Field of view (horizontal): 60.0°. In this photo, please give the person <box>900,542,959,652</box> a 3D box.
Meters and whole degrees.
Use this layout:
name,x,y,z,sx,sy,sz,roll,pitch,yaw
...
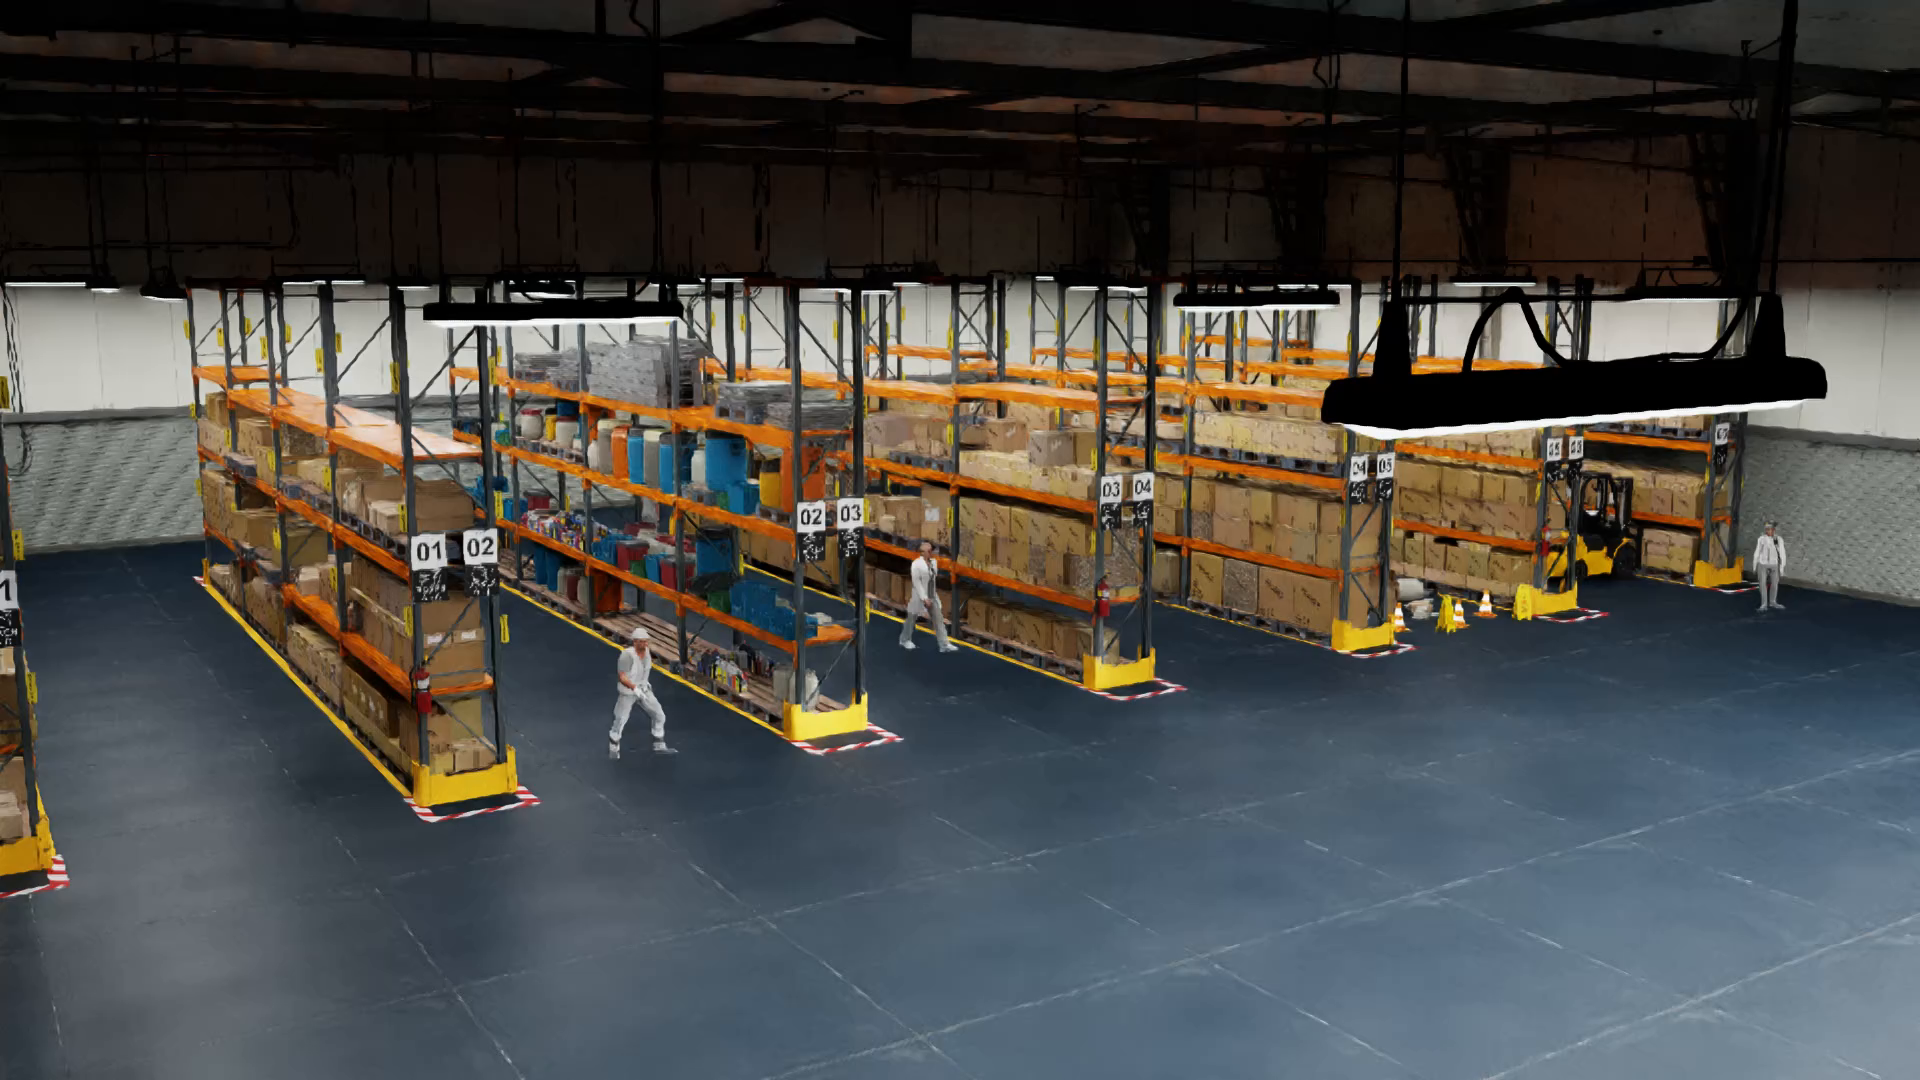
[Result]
name,x,y,z,sx,sy,sz,roll,pitch,yaw
person,-0.532,0.883,25.830,0.580,1.714,1.105,-8,13,-40

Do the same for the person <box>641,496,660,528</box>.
name,x,y,z,sx,sy,sz,roll,pitch,yaw
person,-6.639,-0.503,35.864,0.538,1.679,0.454,6,11,31

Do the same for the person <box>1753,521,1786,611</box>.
name,x,y,z,sx,sy,sz,roll,pitch,yaw
person,14.787,0.456,30.346,0.570,1.665,0.522,6,11,31

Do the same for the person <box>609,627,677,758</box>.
name,x,y,z,sx,sy,sz,roll,pitch,yaw
person,-4.133,1.944,21.231,0.789,1.725,0.678,7,12,38
